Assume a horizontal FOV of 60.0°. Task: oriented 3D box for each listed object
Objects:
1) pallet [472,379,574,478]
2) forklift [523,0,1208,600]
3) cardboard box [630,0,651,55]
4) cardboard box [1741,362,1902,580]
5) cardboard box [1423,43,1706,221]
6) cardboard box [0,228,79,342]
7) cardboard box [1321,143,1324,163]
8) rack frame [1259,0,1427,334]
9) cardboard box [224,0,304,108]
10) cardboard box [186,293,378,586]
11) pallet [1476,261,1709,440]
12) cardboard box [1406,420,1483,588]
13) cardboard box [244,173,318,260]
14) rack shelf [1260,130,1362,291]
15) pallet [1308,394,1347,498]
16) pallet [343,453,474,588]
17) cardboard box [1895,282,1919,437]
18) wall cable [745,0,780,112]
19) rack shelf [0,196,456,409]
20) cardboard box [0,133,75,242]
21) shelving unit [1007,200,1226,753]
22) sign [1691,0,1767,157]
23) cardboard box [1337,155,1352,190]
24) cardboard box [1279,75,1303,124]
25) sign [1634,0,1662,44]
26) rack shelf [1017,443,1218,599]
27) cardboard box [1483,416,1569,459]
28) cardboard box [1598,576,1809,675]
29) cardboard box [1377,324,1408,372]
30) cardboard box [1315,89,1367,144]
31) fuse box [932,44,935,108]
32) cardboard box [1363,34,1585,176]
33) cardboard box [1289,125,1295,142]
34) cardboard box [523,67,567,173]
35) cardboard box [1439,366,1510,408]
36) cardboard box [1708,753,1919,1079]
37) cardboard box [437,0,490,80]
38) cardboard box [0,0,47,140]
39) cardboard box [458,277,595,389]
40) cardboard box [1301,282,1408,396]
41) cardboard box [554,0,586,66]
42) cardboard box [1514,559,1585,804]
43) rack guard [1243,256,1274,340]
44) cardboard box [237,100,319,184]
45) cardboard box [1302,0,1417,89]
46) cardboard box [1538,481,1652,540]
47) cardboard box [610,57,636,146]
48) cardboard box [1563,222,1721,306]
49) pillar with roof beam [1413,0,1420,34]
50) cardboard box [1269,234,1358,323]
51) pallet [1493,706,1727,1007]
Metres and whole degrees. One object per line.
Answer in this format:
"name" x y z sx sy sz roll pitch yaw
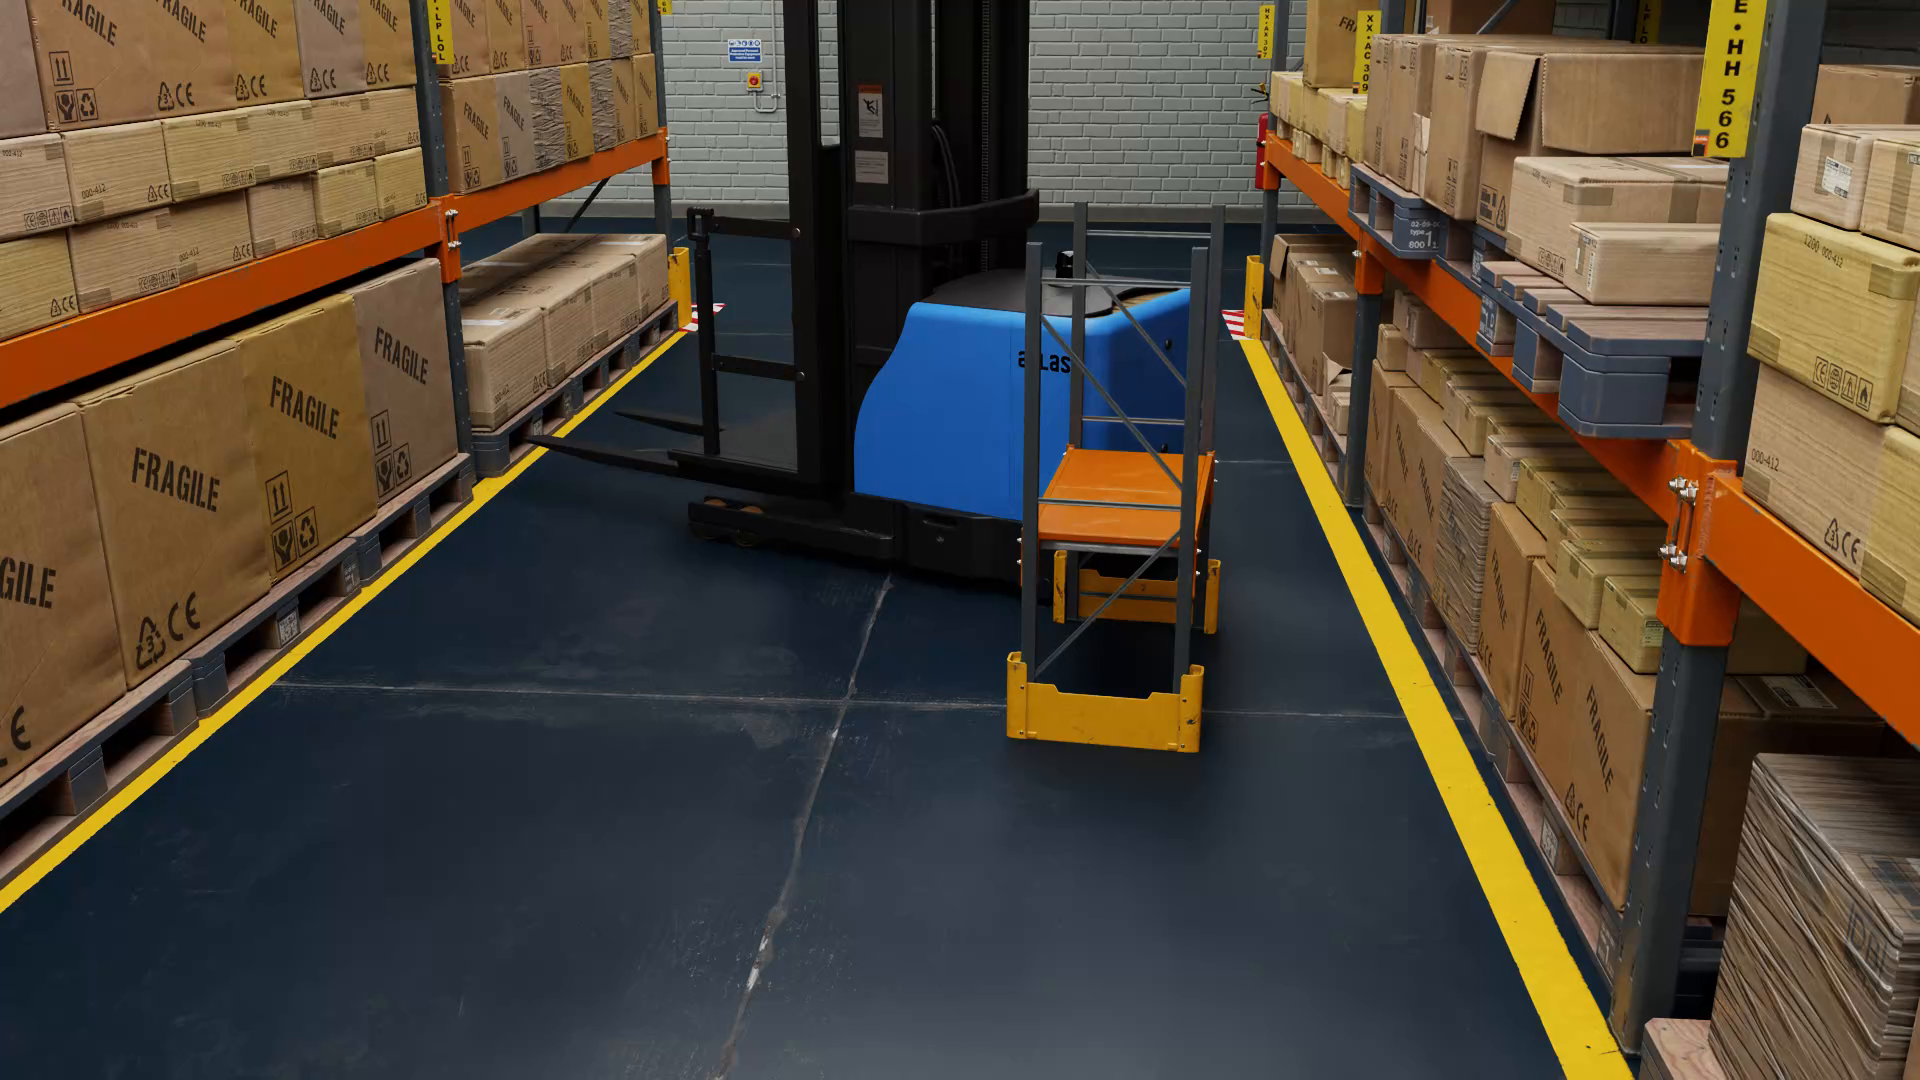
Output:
"pallet" -2.612 -0.588 8.380 1.003 0.211 1.213 1 18 4
"forklift" -0.538 -1.493 6.773 3.031 2.935 1.130 11 21 29
"cardboard box" -2.255 -3.289 10.377 0.500 0.500 0.500 2 18 6
"cardboard box" 1.644 -0.123 2.723 0.500 0.250 0.500 1 18 4
"cardboard box" 1.855 -1.267 5.136 0.700 0.500 0.500 1 18 4
"cardboard box" -2.726 -0.672 4.397 0.500 0.250 0.500 1 18 2
"cardboard box" 2.106 -2.034 8.715 0.380 0.149 0.250 1 18 4
"rack frame" 2.493 -2.812 10.687 1.000 3.000 0.127 1 18 4
"cardboard box" -2.612 -1.739 5.648 0.500 0.500 0.500 2 18 6
"cardboard box" -2.766 -0.394 6.046 0.875 0.875 0.875 2 18 6
"pallet" 1.898 -0.448 3.781 1.213 0.211 1.003 1 18 4
"cardboard box" 1.879 -0.115 5.798 0.500 0.500 0.500 1 18 2
"cardboard box" -2.618 -1.148 5.851 0.500 0.250 0.500 1 18 2
"rack shelf" 2.350 -1.849 8.903 1.077 0.370 4.000 1 18 4
"pallet" 2.257 -0.457 7.980 1.003 0.211 1.213 1 18 4
"pallet" -2.725 -0.113 6.928 1.003 0.211 1.213 1 18 4
"cardboard box" 1.607 -0.206 2.171 0.500 0.250 0.500 2 18 6
"wall cable" -2.077 -5.171 16.204 0.585 1.953 0.123 1 18 4
"rack shelf" -2.888 -0.716 5.446 1.077 0.370 4.000 1 18 4
"cardboard box" -2.711 -0.915 4.337 0.500 0.250 0.500 2 18 5
"shelving unit" 0.532 -0.257 5.298 0.587 1.500 1.083 4 18 11
"sign" 1.378 -0.849 2.964 0.100 0.325 0.005 1 18 4
"cardboard box" 1.969 -1.717 7.750 0.380 0.149 0.250 2 18 5
"cardboard box" 2.156 -2.590 9.774 0.500 0.250 0.500 1 18 5
"sign" 2.760 -2.108 6.681 0.100 0.325 0.005 1 18 4
"rack shelf" 0.531 -0.083 5.345 0.538 0.185 1.000 4 18 11
"cardboard box" 1.894 -0.292 5.297 0.380 0.149 0.250 1 18 4
"cardboard box" 1.702 0.194 3.812 0.380 0.149 0.250 0 18 1
"cardboard box" 1.915 -0.784 6.796 0.380 0.149 0.250 2 18 7
"cardboard box" 2.070 -2.114 8.319 0.500 0.250 0.500 1 18 4
"fuse box" 0.008 -3.969 16.287 0.539 1.711 0.414 1 18 4
"cardboard box" 1.949 -1.671 6.371 0.700 0.500 0.500 2 18 5
"cardboard box" 2.224 -2.516 10.189 0.380 0.149 0.250 2 18 5
"cardboard box" -2.368 -2.177 8.589 0.500 0.500 0.500 1 18 4
"cardboard box" 1.960 -0.531 6.024 0.380 0.149 0.250 1 18 3
"cardboard box" 1.861 0.795 2.818 0.875 0.625 0.625 2 18 6
"cardboard box" -2.469 -2.344 7.494 0.500 0.500 0.500 1 18 4
"cardboard box" -2.726 -1.261 4.189 0.500 0.500 0.500 1 18 4
"cardboard box" -2.529 -1.132 9.000 0.875 0.438 0.875 1 18 2
"cardboard box" 2.180 -1.049 8.646 0.700 0.500 0.500 1 18 2
"cardboard box" -2.340 -2.816 8.934 0.500 0.500 0.500 1 18 4
"cardboard box" 1.782 0.370 4.317 0.500 0.500 0.500 1 18 3
"rack guard" 2.488 -1.600 11.004 1.175 0.500 0.348 1 18 4
"cardboard box" -2.593 -1.387 5.775 0.500 0.250 0.500 2 18 5
"cardboard box" 2.085 -2.637 8.713 0.500 0.500 0.500 2 18 5
"cardboard box" 1.818 -0.053 4.567 0.380 0.149 0.250 2 18 6
"cardboard box" -2.280 -2.658 10.056 0.500 0.500 0.500 1 18 3
"cardboard box" 1.584 -0.620 3.726 0.380 0.149 0.250 2 18 5
"pillar with roof beam" -0.708 -6.576 12.540 9.100 9.000 0.400 1 18 4
"cardboard box" 2.355 -1.637 10.437 0.797 0.503 0.637 1 18 2
"pallet" 2.011 0.767 4.243 1.003 0.211 1.213 1 18 4
